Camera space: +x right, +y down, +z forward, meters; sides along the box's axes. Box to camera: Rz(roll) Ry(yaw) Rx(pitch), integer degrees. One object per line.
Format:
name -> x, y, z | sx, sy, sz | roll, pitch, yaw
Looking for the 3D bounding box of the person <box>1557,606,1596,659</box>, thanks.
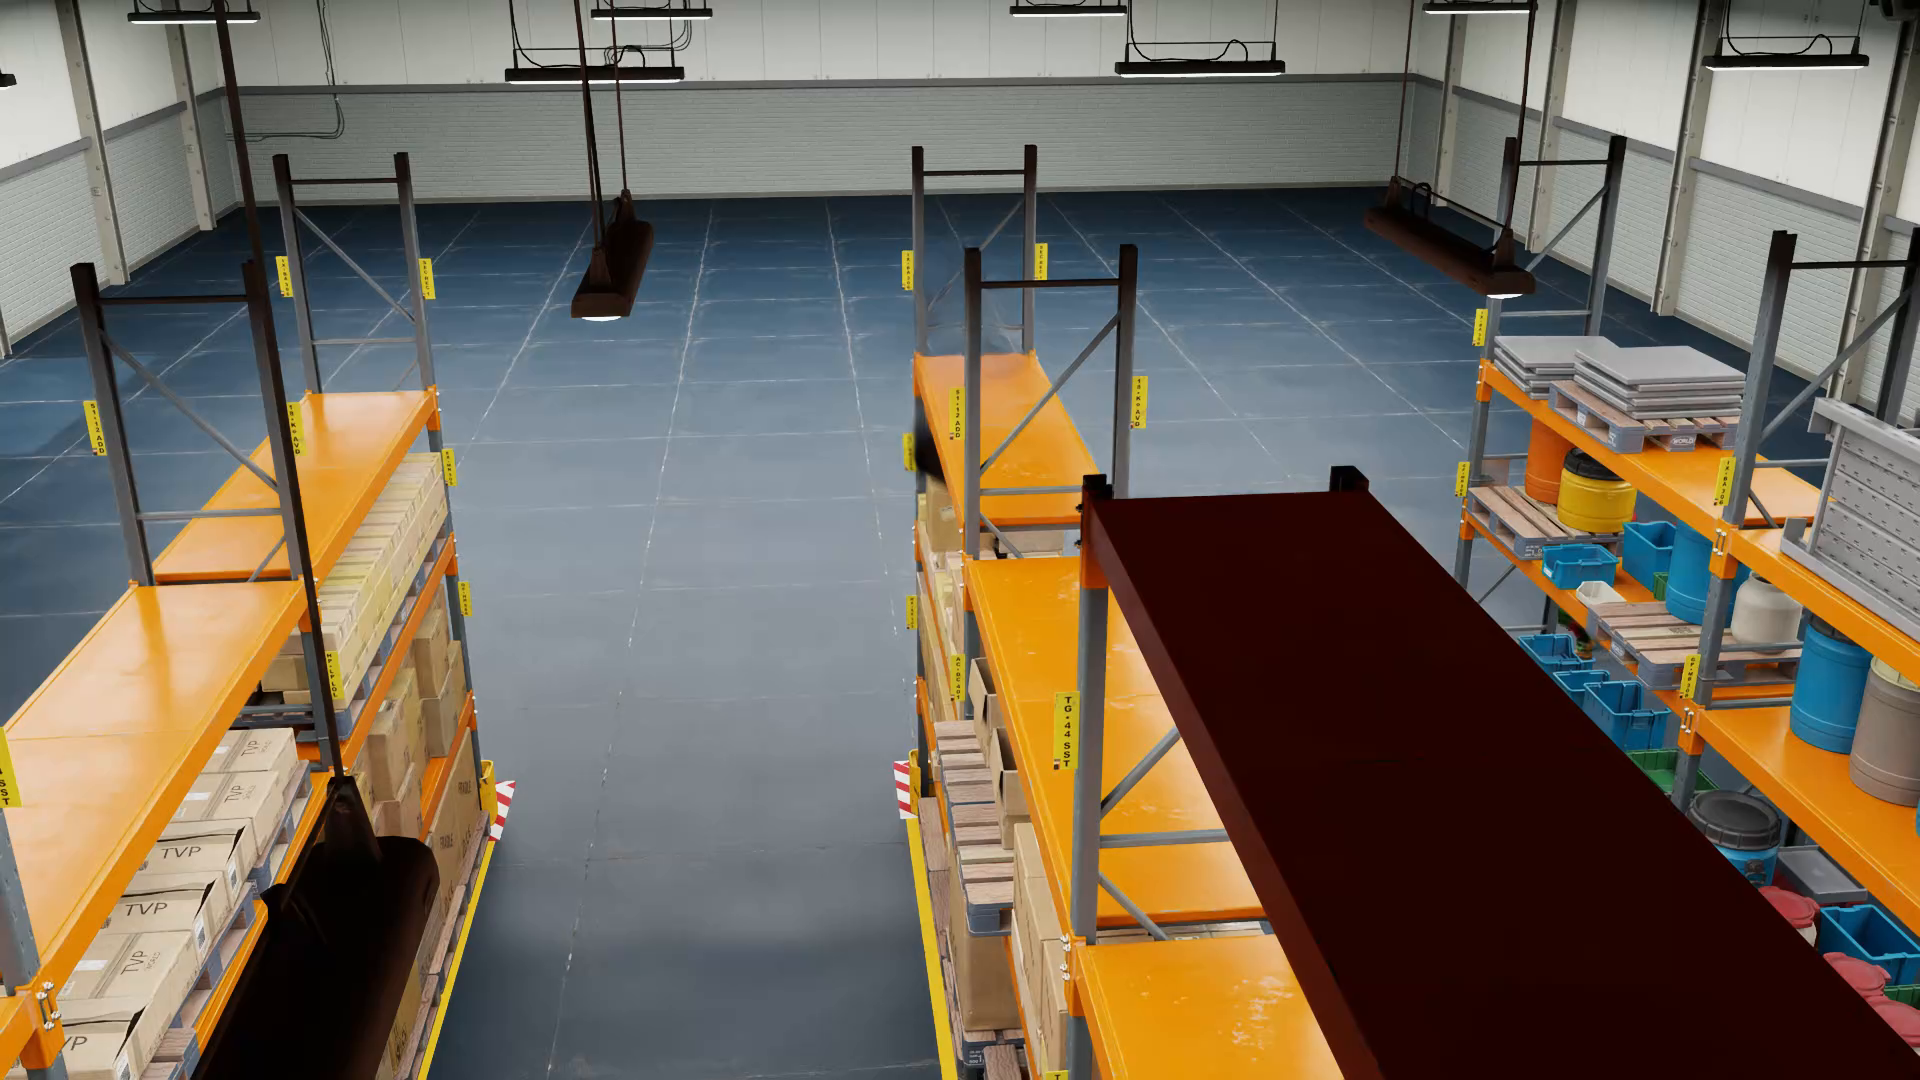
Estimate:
person -> 6.728, 0.473, 18.095 | 0.632, 1.731, 0.662 | 7, 23, 17
